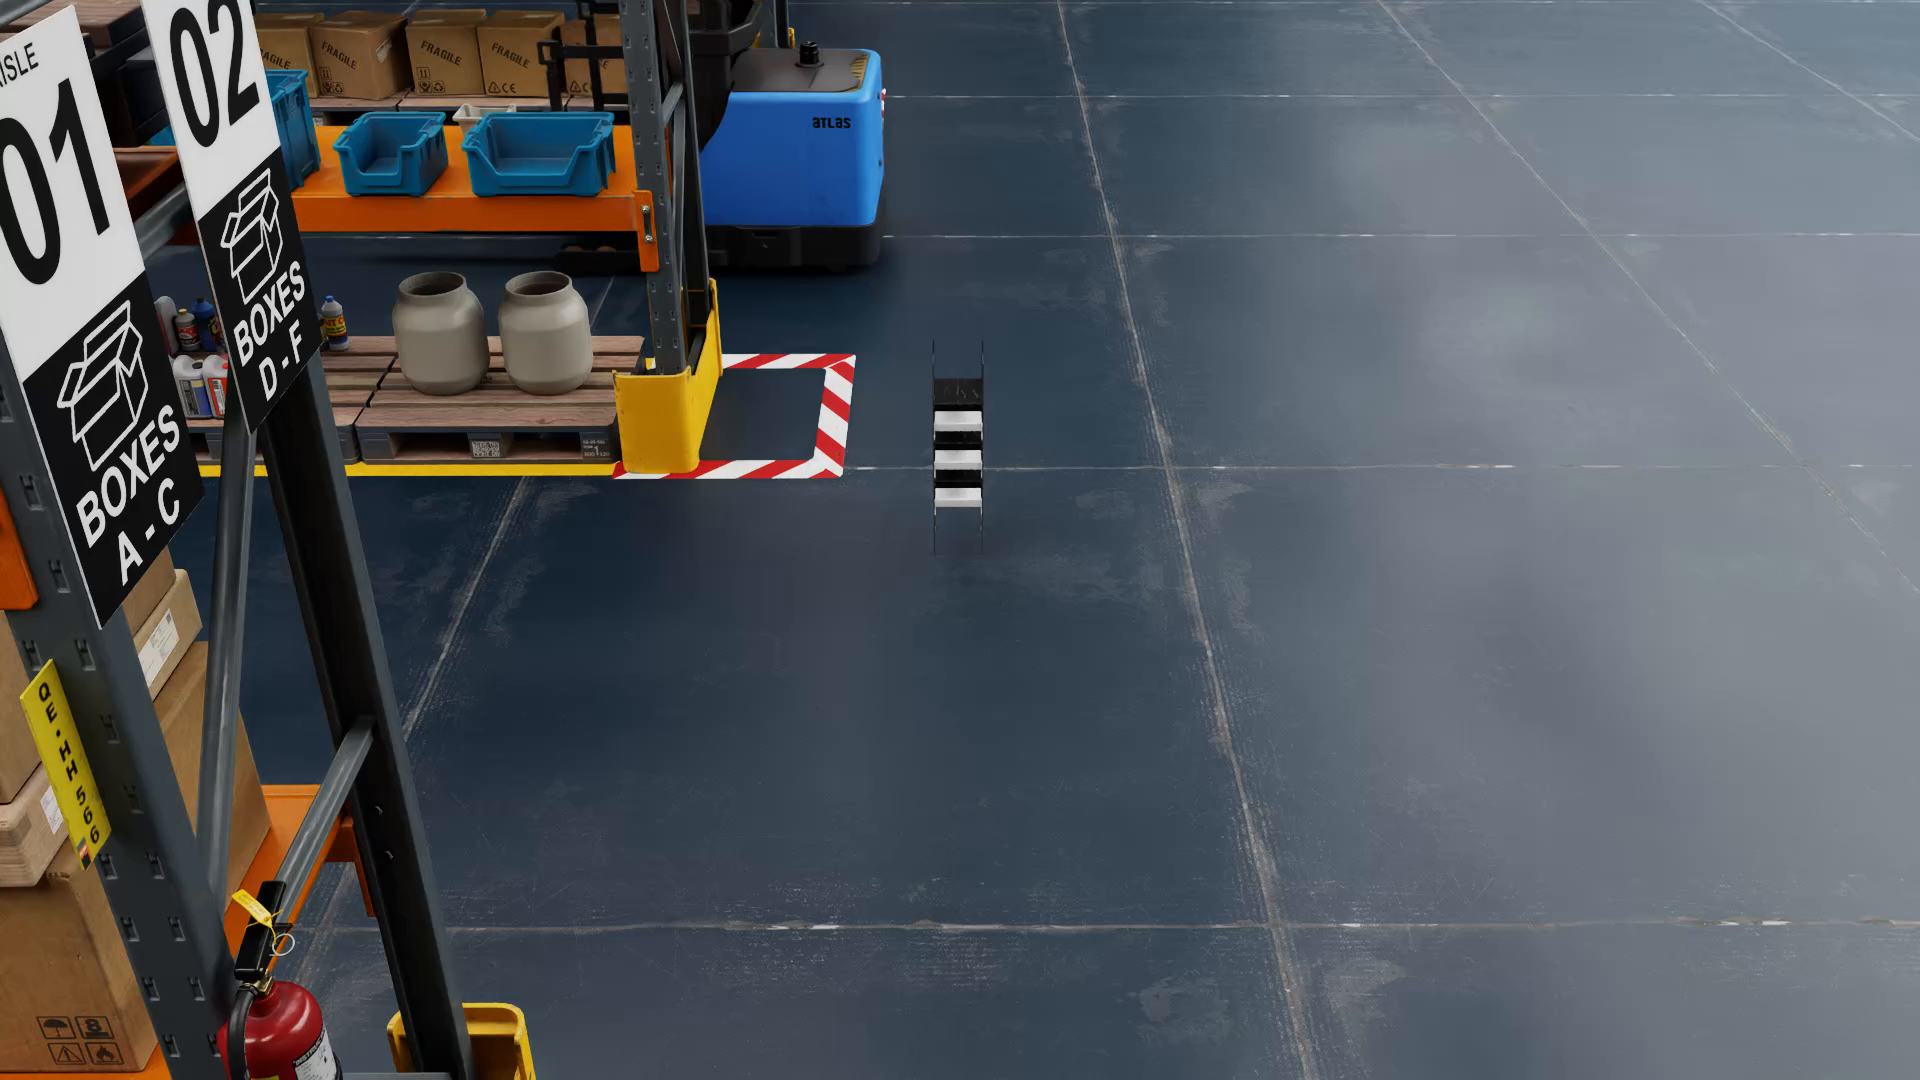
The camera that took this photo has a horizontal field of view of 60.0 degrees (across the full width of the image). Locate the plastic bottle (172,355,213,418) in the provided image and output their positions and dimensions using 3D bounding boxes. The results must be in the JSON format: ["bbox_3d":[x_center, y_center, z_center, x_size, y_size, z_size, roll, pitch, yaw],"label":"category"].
[{"bbox_3d":[-3.560,-0.723,7.752,0.135,0.276,0.152,-1,31,-2],"label":"plastic bottle"}]

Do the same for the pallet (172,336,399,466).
[{"bbox_3d":[-3.440,-0.701,8.202,1.213,0.211,1.003,0,31,0],"label":"pallet"}]

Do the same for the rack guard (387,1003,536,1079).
[{"bbox_3d":[-1.285,1.718,3.936,0.348,0.500,1.175,0,31,0],"label":"rack guard"}]

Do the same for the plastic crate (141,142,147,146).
[{"bbox_3d":[-3.976,-1.675,7.322,0.662,0.188,0.450,0,31,0],"label":"plastic crate"}]

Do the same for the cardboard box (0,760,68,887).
[{"bbox_3d":[-1.690,0.430,2.929,0.250,0.149,0.380,-1,31,-1],"label":"cardboard box"}]

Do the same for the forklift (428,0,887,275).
[{"bbox_3d":[-1.992,-3.091,9.520,3.031,2.935,1.130,1,31,1],"label":"forklift"}]

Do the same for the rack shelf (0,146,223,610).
[{"bbox_3d":[-3.309,-0.319,2.686,4.000,0.370,1.077,0,31,0],"label":"rack shelf"}]

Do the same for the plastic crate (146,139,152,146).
[{"bbox_3d":[-3.712,-1.931,7.795,0.437,0.136,0.530,0,31,0],"label":"plastic crate"}]

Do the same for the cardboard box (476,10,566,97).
[{"bbox_3d":[-3.213,-3.595,12.288,0.500,0.500,0.500,3,31,4],"label":"cardboard box"}]

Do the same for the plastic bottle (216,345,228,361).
[{"bbox_3d":[-3.422,-0.782,7.842,0.133,0.283,0.061,0,31,0],"label":"plastic bottle"}]

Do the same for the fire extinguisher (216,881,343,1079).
[{"bbox_3d":[-1.188,0.923,2.911,0.183,0.674,0.296,0,31,0],"label":"fire extinguisher"}]

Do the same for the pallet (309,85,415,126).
[{"bbox_3d":[-4.693,-3.305,12.493,1.213,0.211,1.003,0,31,0],"label":"pallet"}]

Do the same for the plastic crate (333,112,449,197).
[{"bbox_3d":[-2.483,-1.700,7.304,0.408,0.251,0.499,0,31,0],"label":"plastic crate"}]

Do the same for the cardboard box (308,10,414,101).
[{"bbox_3d":[-4.392,-3.574,12.253,0.500,0.500,0.500,10,33,15],"label":"cardboard box"}]

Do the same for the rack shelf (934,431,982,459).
[{"bbox_3d":[-0.008,-0.433,6.987,0.200,0.077,0.258,0,31,0],"label":"rack shelf"}]

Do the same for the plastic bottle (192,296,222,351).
[{"bbox_3d":[-3.795,-1.095,8.370,0.097,0.271,0.097,0,31,0],"label":"plastic bottle"}]

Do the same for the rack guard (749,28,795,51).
[{"bbox_3d":[-1.441,-3.420,12.405,0.348,0.500,1.175,0,31,0],"label":"rack guard"}]

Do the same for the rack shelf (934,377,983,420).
[{"bbox_3d":[-0.008,-0.587,6.894,0.200,0.077,0.258,0,31,0],"label":"rack shelf"}]

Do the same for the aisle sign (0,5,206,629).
[{"bbox_3d":[-1.241,-0.310,2.363,0.004,0.787,0.394,0,31,0],"label":"aisle sign"}]

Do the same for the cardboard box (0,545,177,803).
[{"bbox_3d":[-1.828,0.047,2.933,0.500,0.500,0.700,0,31,0],"label":"cardboard box"}]

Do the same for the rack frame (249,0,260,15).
[{"bbox_3d":[-5.365,-4.476,11.736,0.127,3.000,1.000,0,31,0],"label":"rack frame"}]

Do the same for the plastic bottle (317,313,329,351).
[{"bbox_3d":[-3.253,-1.067,8.391,0.097,0.201,0.097,0,31,0],"label":"plastic bottle"}]

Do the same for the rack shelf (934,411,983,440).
[{"bbox_3d":[-0.008,-0.510,6.940,0.200,0.077,0.258,0,31,0],"label":"rack shelf"}]

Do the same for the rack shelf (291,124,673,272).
[{"bbox_3d":[-3.335,-1.606,7.699,4.000,0.370,1.077,0,31,0],"label":"rack shelf"}]

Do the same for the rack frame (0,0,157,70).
[{"bbox_3d":[-1.309,-1.915,1.731,0.127,3.000,1.000,0,31,0],"label":"rack frame"}]

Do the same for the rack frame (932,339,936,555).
[{"bbox_3d":[-0.110,-0.384,7.016,0.006,0.900,0.240,0,31,0],"label":"rack frame"}]

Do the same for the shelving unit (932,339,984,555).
[{"bbox_3d":[-0.008,-0.385,7.017,0.210,0.900,0.258,0,31,0],"label":"shelving unit"}]

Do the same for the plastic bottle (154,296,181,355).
[{"bbox_3d":[-4.015,-1.082,8.344,0.135,0.276,0.152,0,31,1],"label":"plastic bottle"}]

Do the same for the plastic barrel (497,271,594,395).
[{"bbox_3d":[-1.992,-0.994,7.990,0.421,0.512,0.421,0,31,0],"label":"plastic barrel"}]

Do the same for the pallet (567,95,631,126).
[{"bbox_3d":[-2.253,-3.312,12.506,1.213,0.211,1.003,0,31,0],"label":"pallet"}]
